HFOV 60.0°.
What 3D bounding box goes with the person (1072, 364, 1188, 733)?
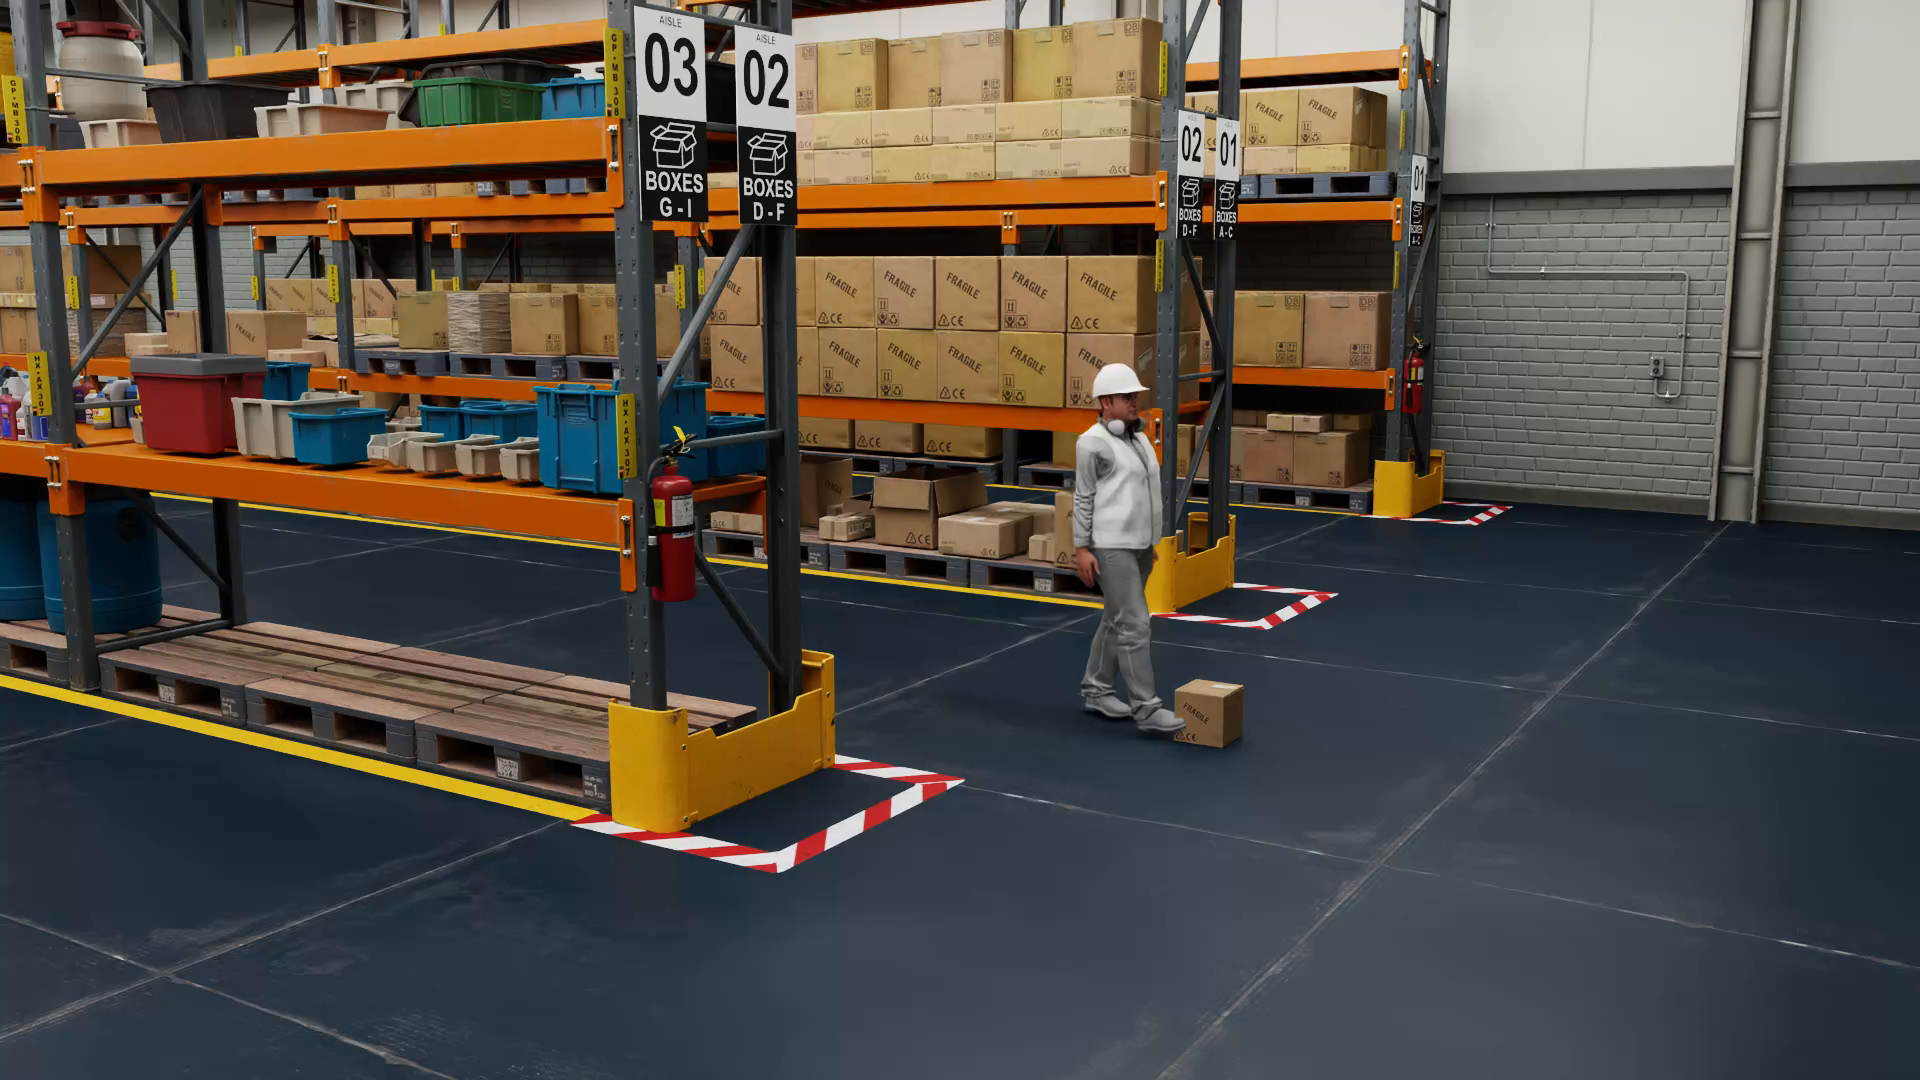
[{"bbox_3d":[0.885,0.032,8.080,0.735,1.759,0.556,7,12,36],"label":"person"}]
